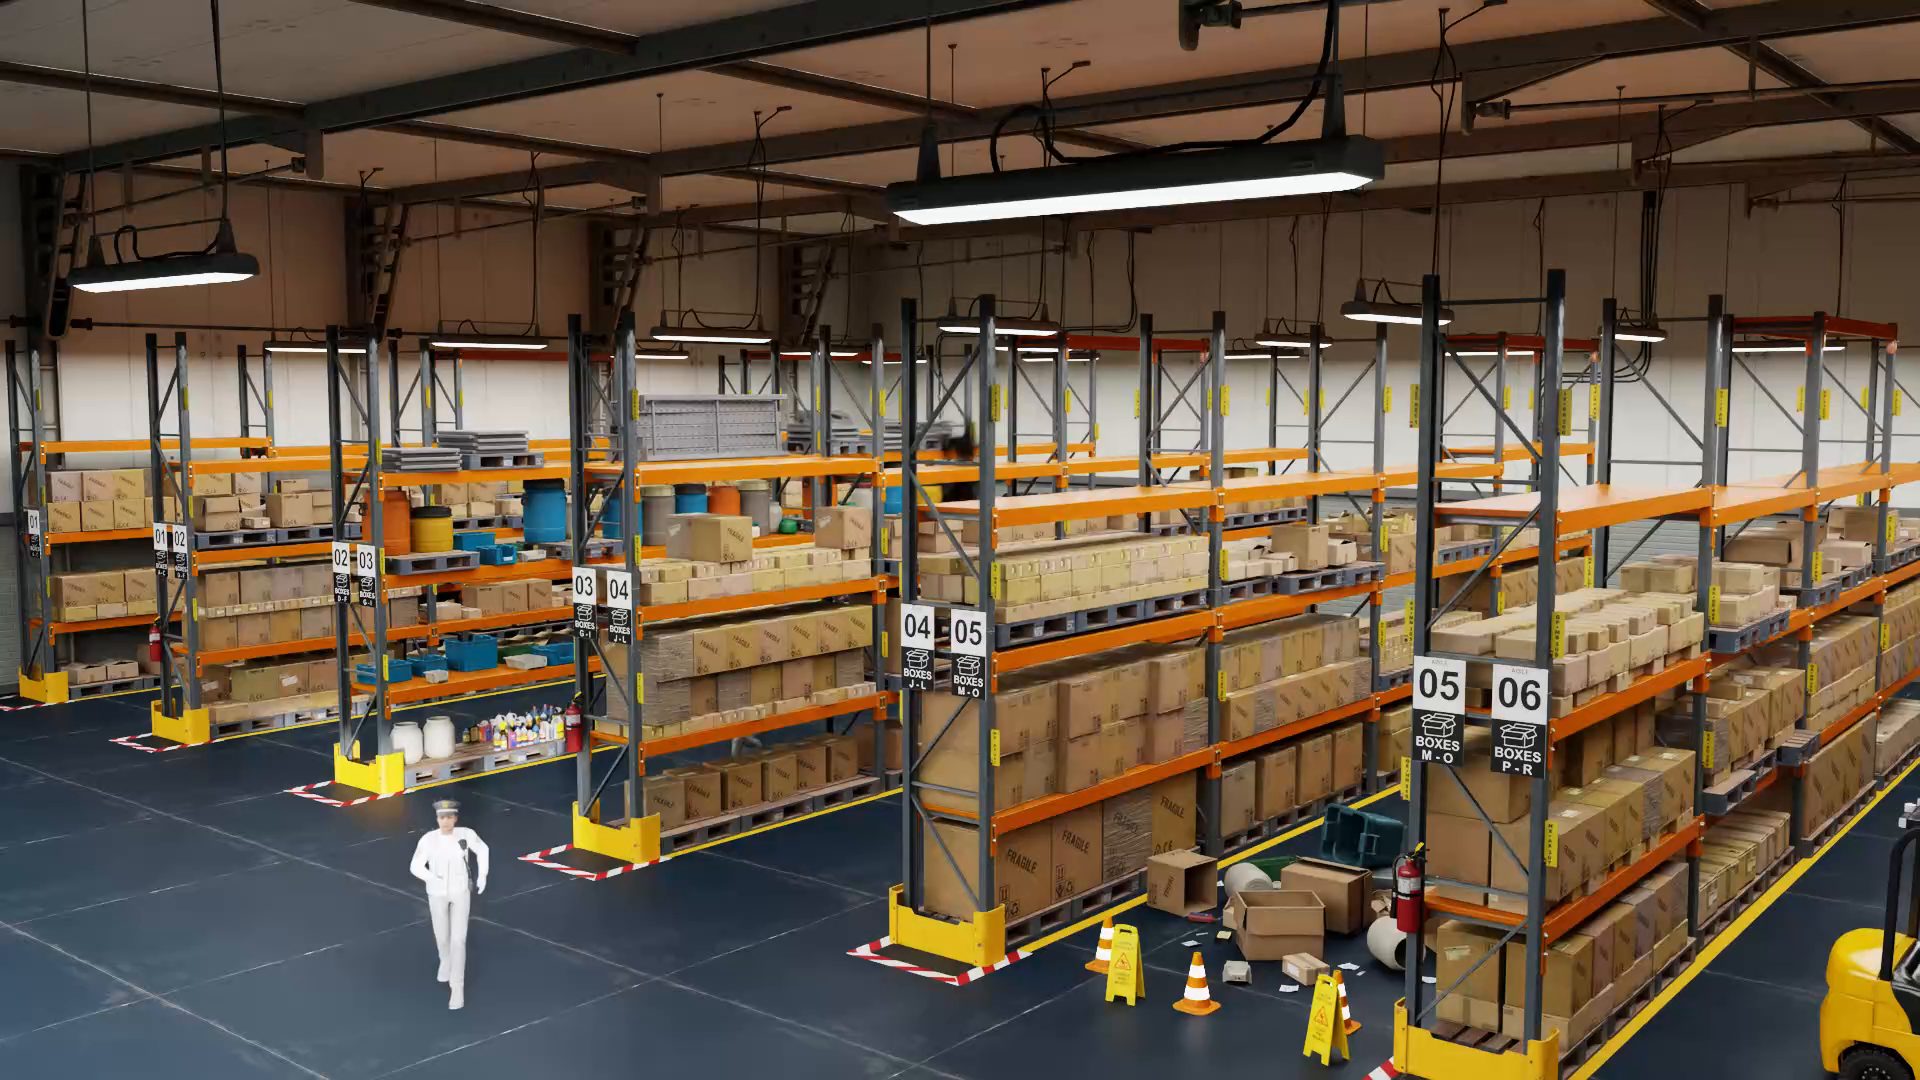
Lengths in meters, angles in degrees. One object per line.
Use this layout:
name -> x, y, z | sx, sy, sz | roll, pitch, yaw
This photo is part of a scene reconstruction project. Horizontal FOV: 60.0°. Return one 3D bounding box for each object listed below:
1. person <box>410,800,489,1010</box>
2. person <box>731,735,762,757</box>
person -> -4.356, 3.048, 14.219 | 0.629, 1.732, 0.805 | -1, 5, -13
person -> -2.921, 2.280, 22.285 | 0.699, 1.752, 0.923 | 3, 6, 34
